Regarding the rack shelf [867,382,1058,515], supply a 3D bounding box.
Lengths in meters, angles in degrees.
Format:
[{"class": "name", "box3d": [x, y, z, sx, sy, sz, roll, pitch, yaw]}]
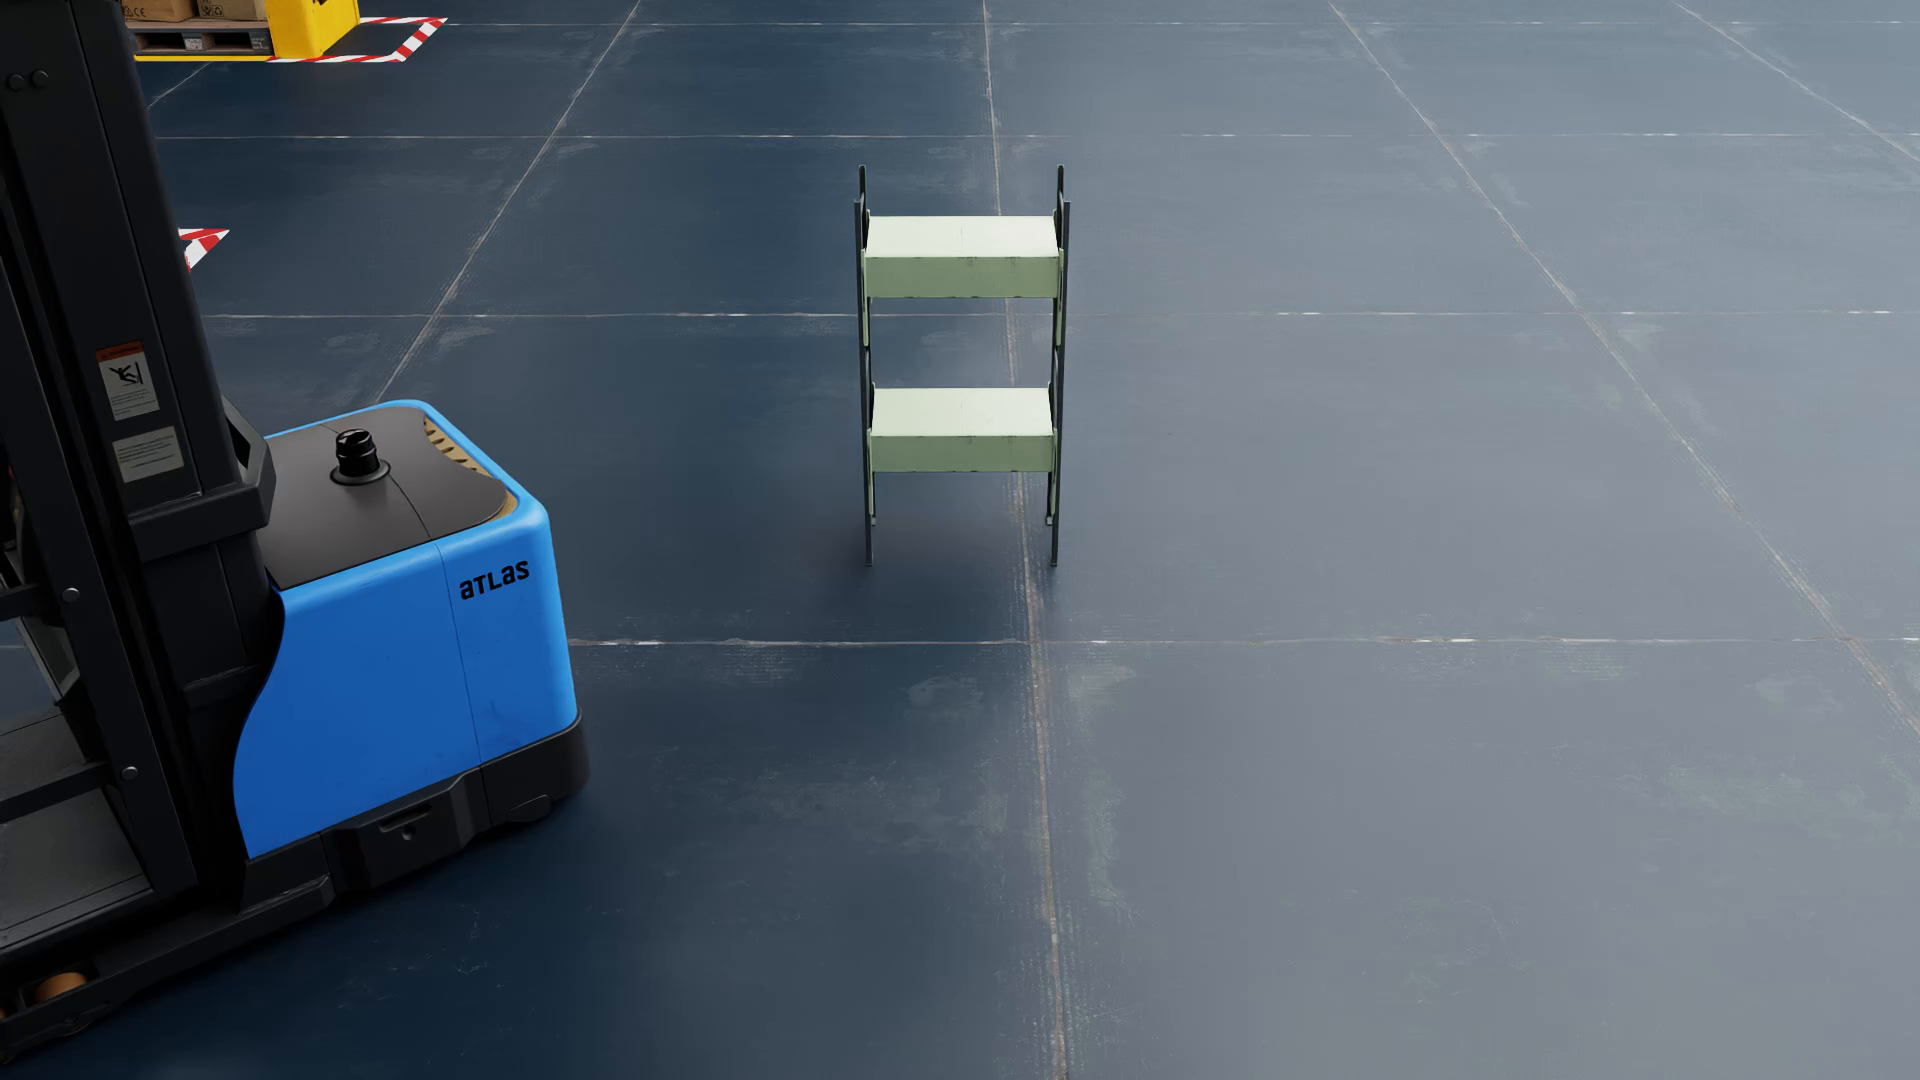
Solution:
[{"class": "rack shelf", "box3d": [0.007, -0.363, 6.530, 0.720, 0.370, 0.431, 0, 31, 0]}]

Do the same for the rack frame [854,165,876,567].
[{"class": "rack frame", "box3d": [-0.359, -0.640, 6.359, 0.023, 1.500, 0.400, 0, 31, 0]}]

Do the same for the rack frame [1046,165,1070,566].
[{"class": "rack frame", "box3d": [0.373, -0.642, 6.363, 0.023, 1.500, 0.400, 0, 31, 0]}]

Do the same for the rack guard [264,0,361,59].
[{"class": "rack guard", "box3d": [-5.161, -4.250, 13.273, 0.348, 0.500, 1.175, 0, 31, 0]}]

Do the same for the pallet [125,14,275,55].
[{"class": "pallet", "box3d": [-5.974, -4.143, 13.374, 1.213, 0.211, 1.003, 0, 31, 0]}]

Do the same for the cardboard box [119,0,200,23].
[{"class": "cardboard box", "box3d": [-6.307, -4.417, 13.143, 0.500, 0.500, 0.500, 8, 32, 13]}]

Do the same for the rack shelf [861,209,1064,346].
[{"class": "rack shelf", "box3d": [0.007, -0.975, 6.159, 0.720, 0.370, 0.431, 0, 31, 0]}]

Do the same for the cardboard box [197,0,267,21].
[{"class": "cardboard box", "box3d": [-5.710, -4.437, 13.176, 0.500, 0.500, 0.500, 5, 32, 9]}]

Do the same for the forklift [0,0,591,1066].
[{"class": "forklift", "box3d": [-2.667, -0.154, 4.179, 3.031, 2.935, 1.130, -22, 38, -32]}]

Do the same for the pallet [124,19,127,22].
[{"class": "pallet", "box3d": [-7.191, -4.140, 13.370, 1.213, 0.211, 1.003, 0, 31, 0]}]

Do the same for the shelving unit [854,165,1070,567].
[{"class": "shelving unit", "box3d": [0.007, -0.641, 6.361, 0.755, 1.500, 0.431, 0, 31, 0]}]
